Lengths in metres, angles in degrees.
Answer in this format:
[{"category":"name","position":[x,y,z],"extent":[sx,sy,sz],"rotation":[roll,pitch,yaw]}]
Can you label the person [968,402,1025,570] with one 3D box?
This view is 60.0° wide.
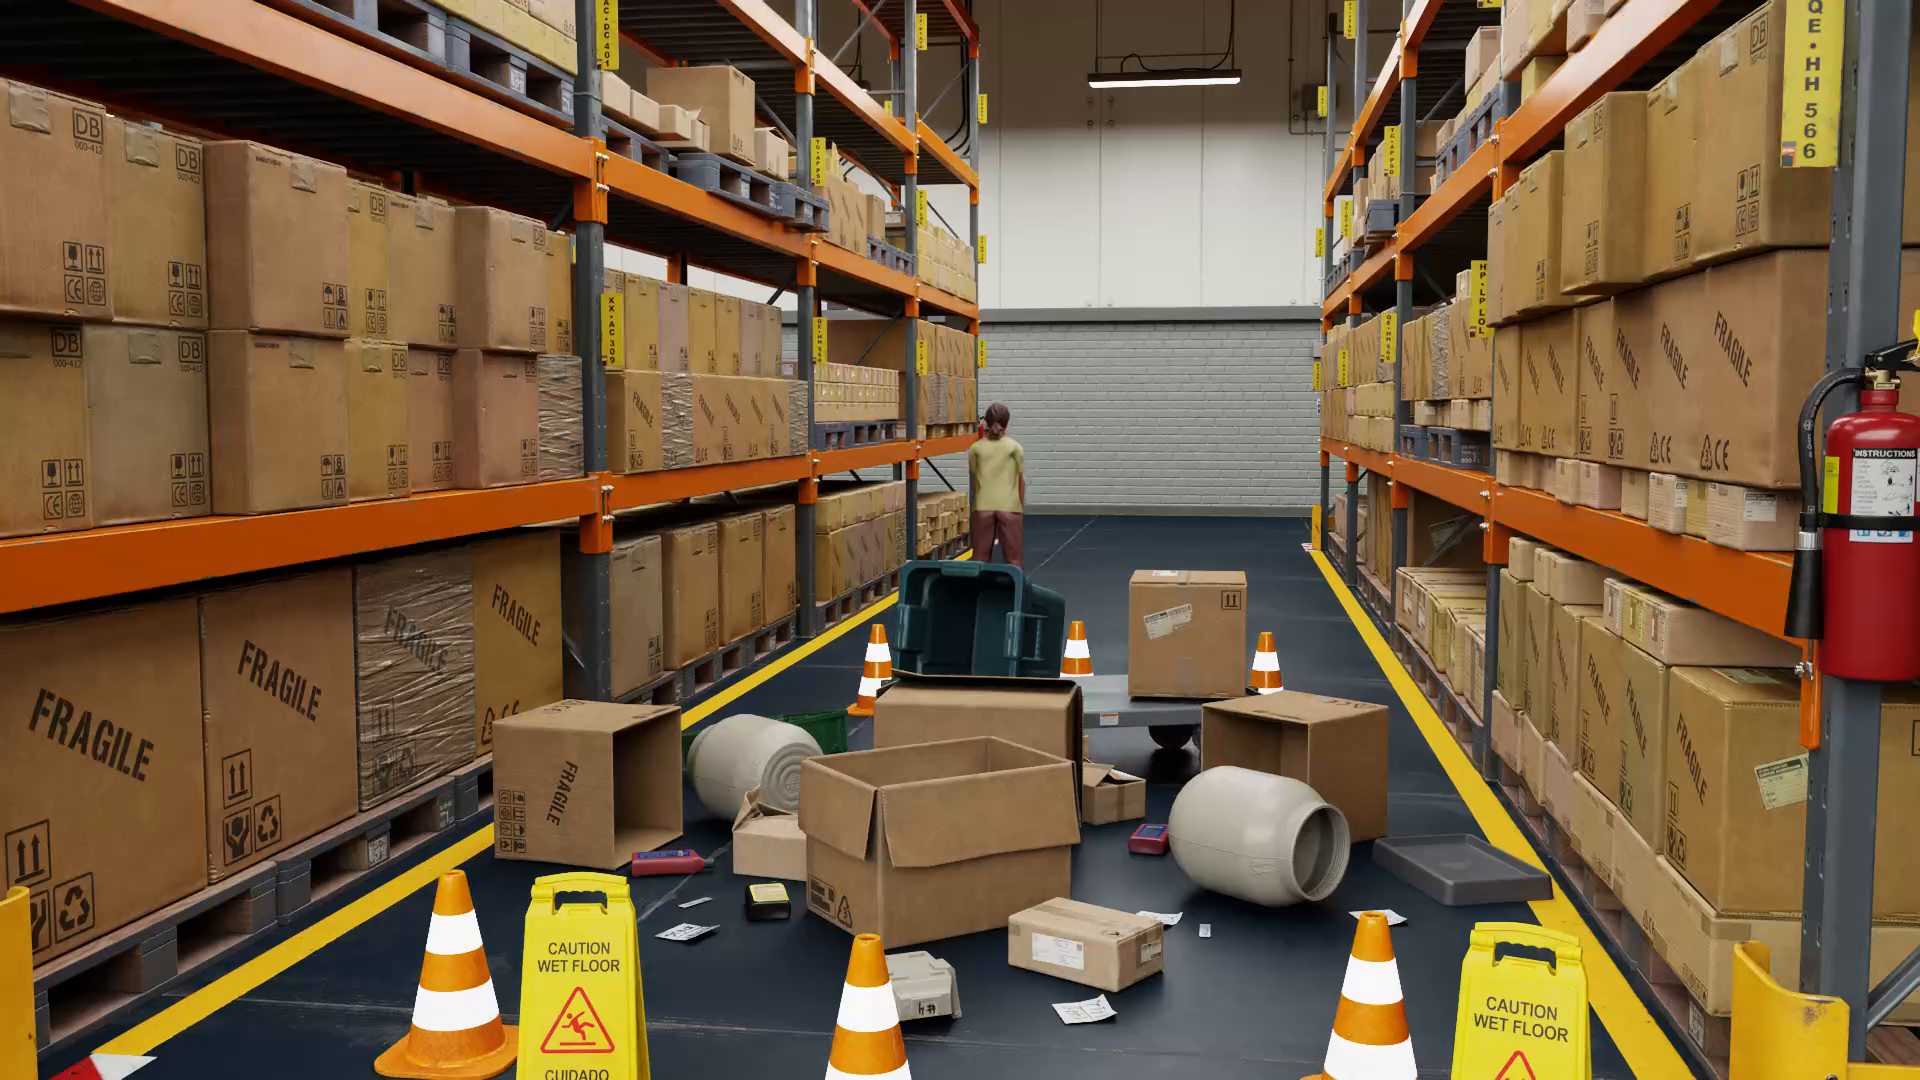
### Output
[{"category":"person","position":[0.273,-0.171,12.134],"extent":[0.409,1.661,0.511],"rotation":[1,5,8]}]
